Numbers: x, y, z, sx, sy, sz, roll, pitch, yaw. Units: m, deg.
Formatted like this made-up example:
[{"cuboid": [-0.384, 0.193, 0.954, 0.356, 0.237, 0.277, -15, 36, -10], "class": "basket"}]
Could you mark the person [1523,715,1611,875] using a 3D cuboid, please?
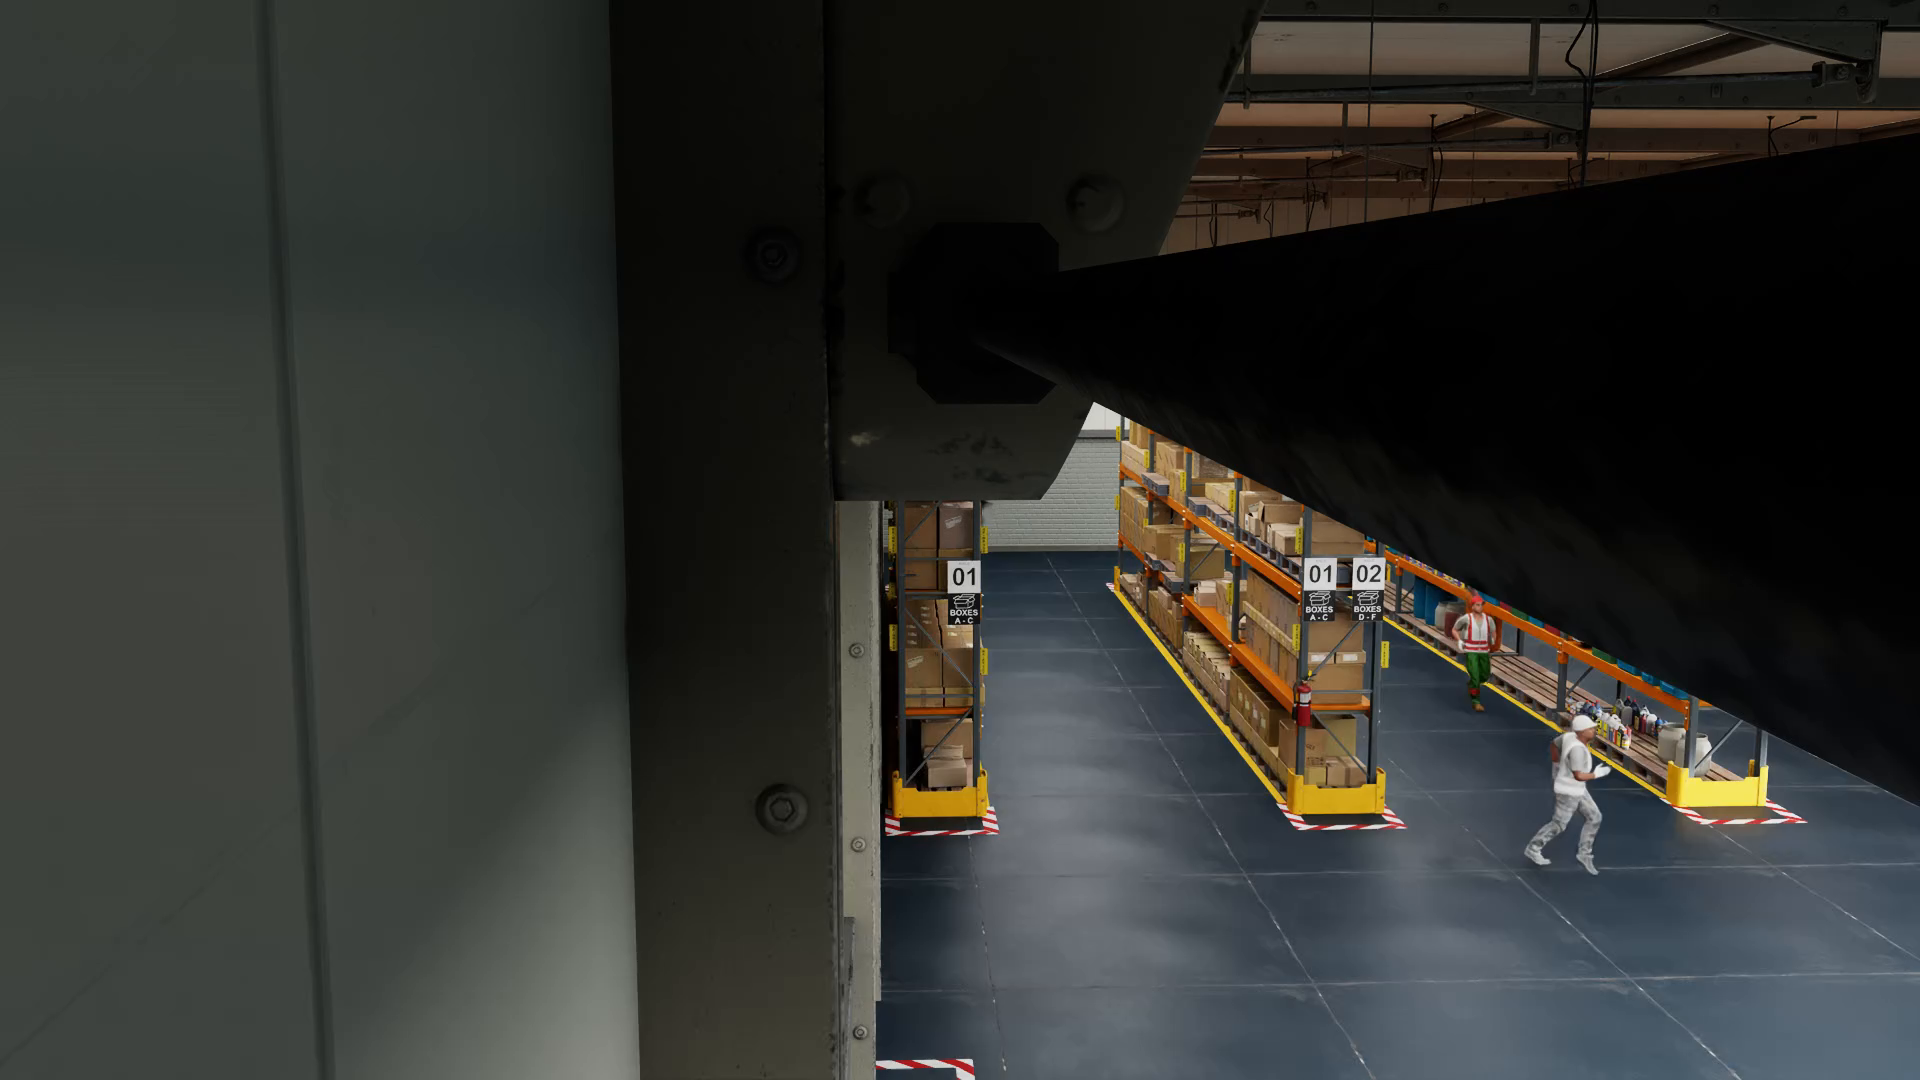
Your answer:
[{"cuboid": [6.740, 2.818, 18.444, 0.865, 1.817, 0.711, 3, 9, 20], "class": "person"}]

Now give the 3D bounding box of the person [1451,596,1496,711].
[{"cuboid": [8.028, 1.745, 25.911, 0.668, 1.757, 0.850, -1, 8, -4], "class": "person"}]
